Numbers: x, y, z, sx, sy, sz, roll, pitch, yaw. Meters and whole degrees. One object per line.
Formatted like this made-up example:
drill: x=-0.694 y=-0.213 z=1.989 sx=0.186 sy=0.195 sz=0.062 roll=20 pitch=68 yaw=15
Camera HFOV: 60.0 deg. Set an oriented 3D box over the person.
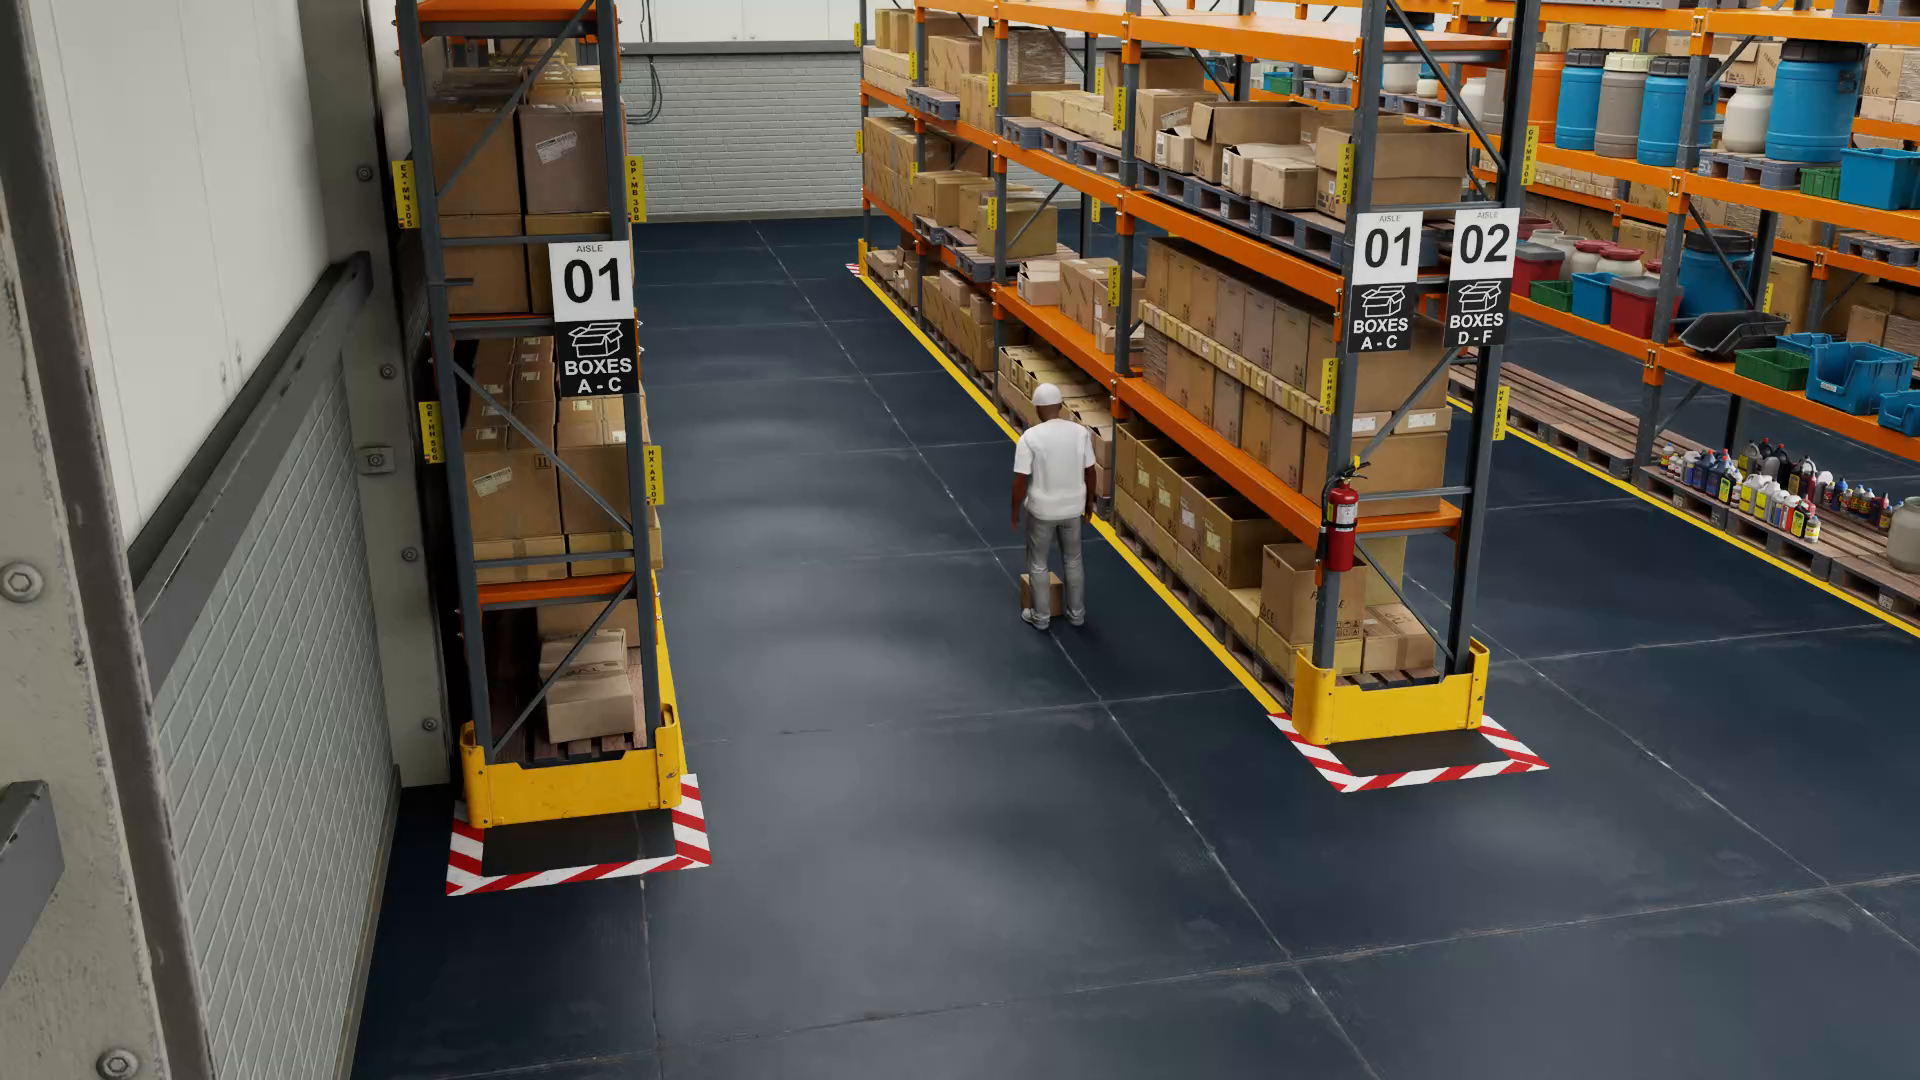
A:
person: x=0.650 y=-0.236 z=11.710 sx=0.632 sy=1.759 sz=0.462 roll=-6 pitch=20 yaw=-16
